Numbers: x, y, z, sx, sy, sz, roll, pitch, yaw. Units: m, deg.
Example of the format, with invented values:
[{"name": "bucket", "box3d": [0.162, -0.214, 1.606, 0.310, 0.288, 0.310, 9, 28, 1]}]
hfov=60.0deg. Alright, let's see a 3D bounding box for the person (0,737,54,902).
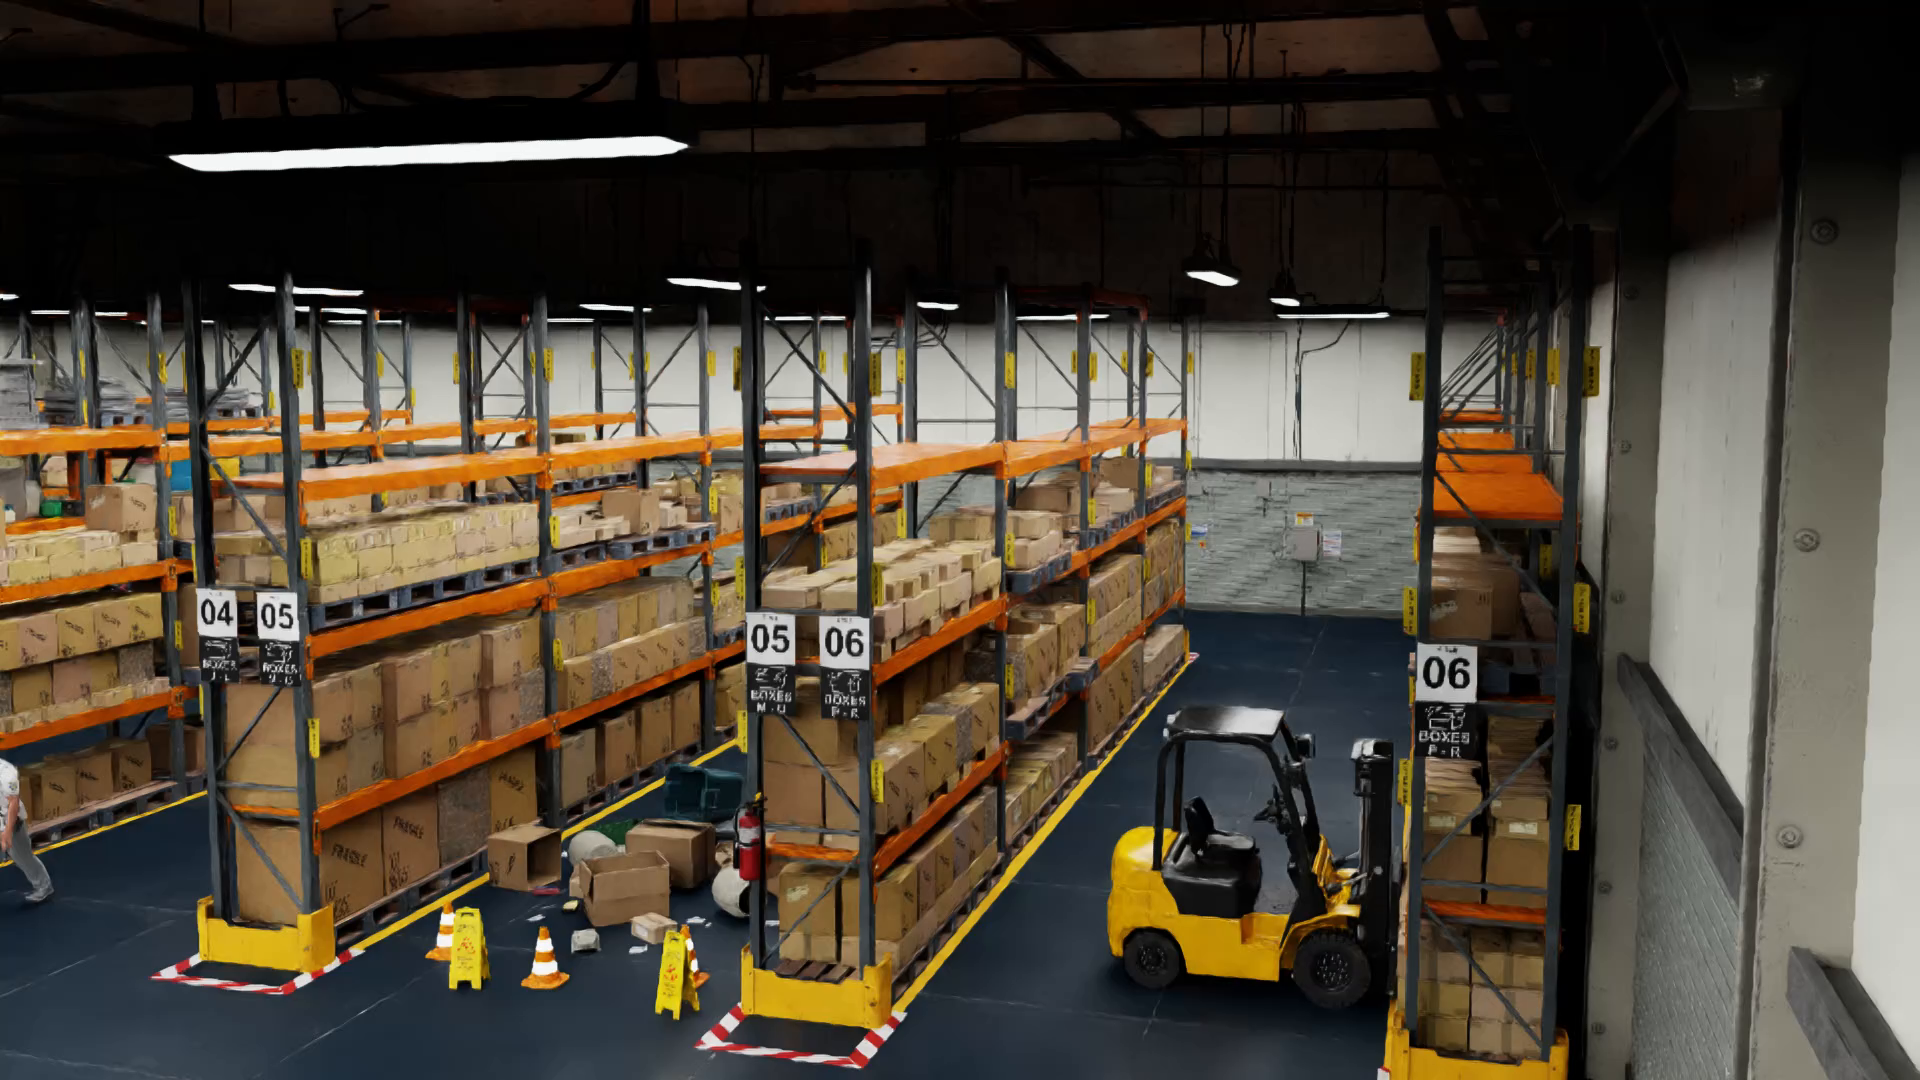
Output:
[{"name": "person", "box3d": [-8.842, 2.604, 15.291, 0.556, 1.712, 1.040, 2, 7, 15]}]
